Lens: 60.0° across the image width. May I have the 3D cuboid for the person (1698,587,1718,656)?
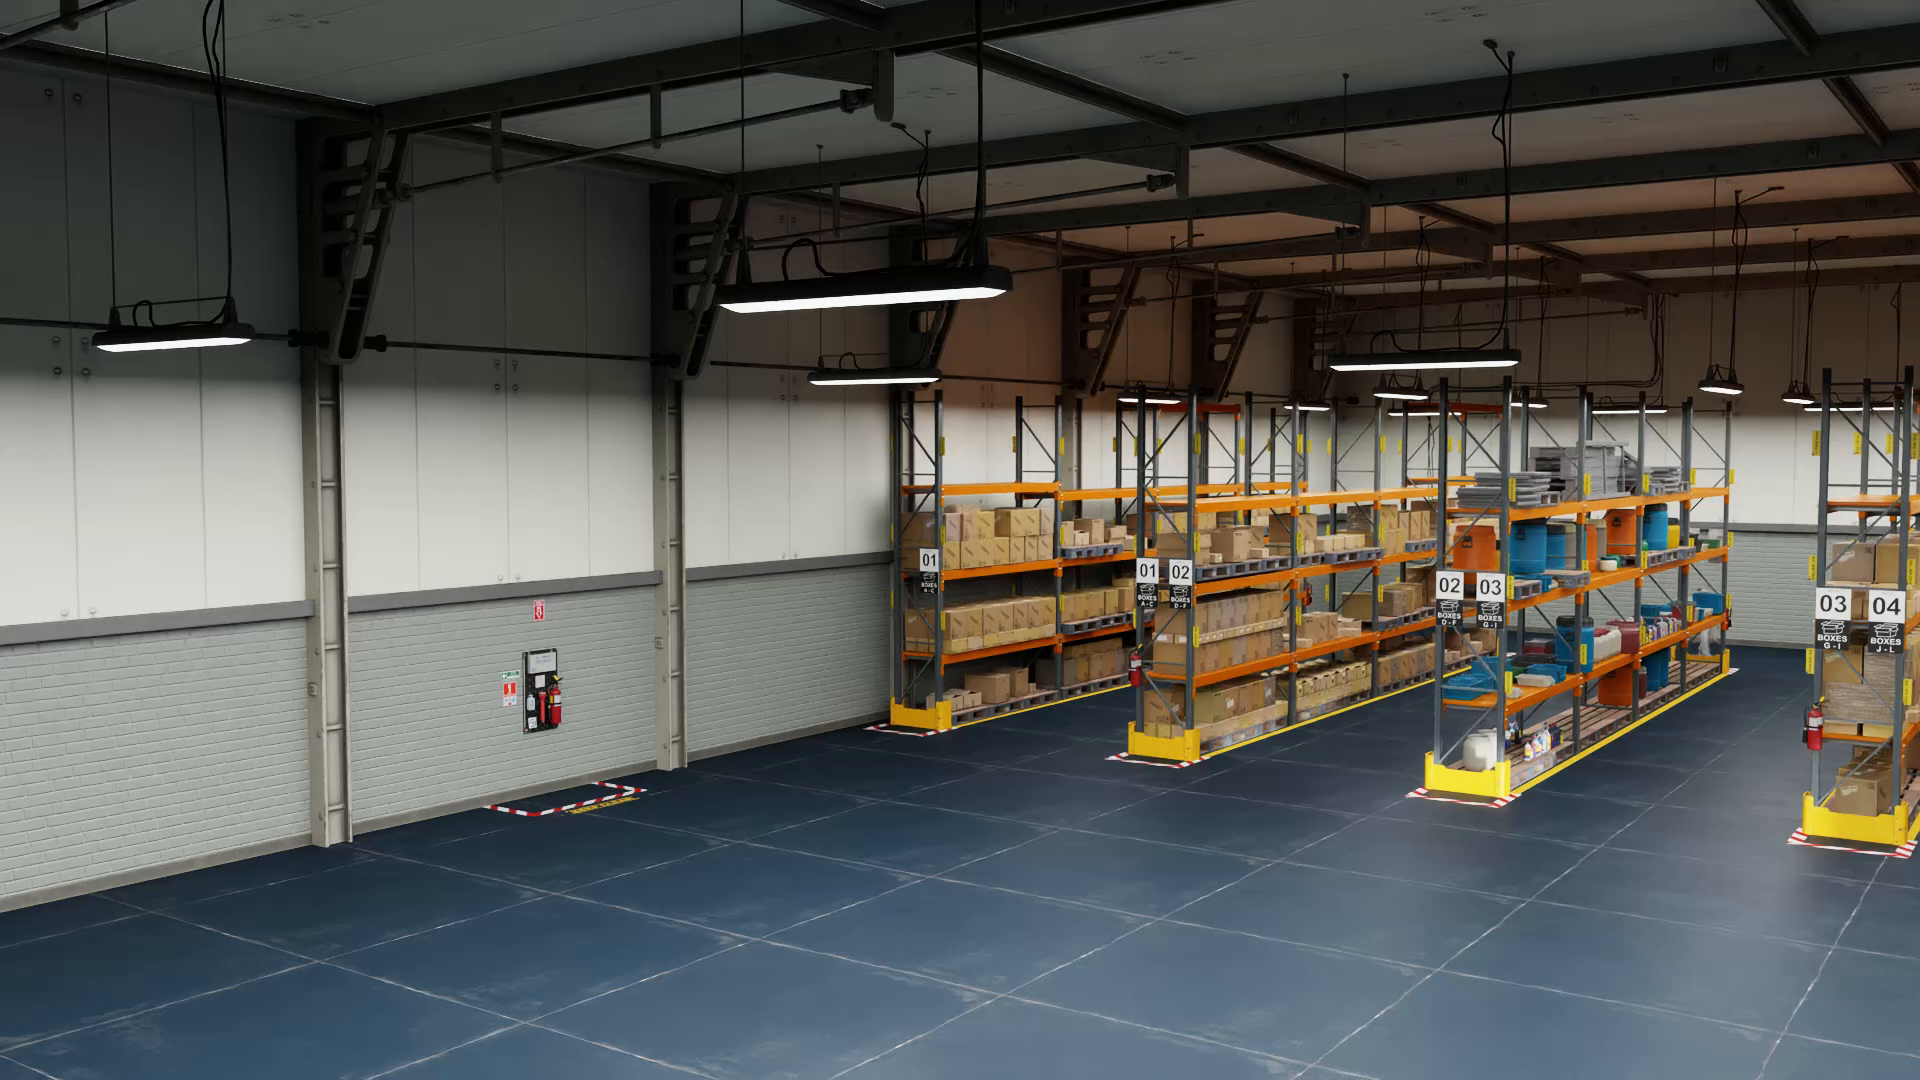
[{"bbox_3d":[17.347,1.948,38.641,0.563,1.737,0.800,0,3,-8],"label":"person"}]
